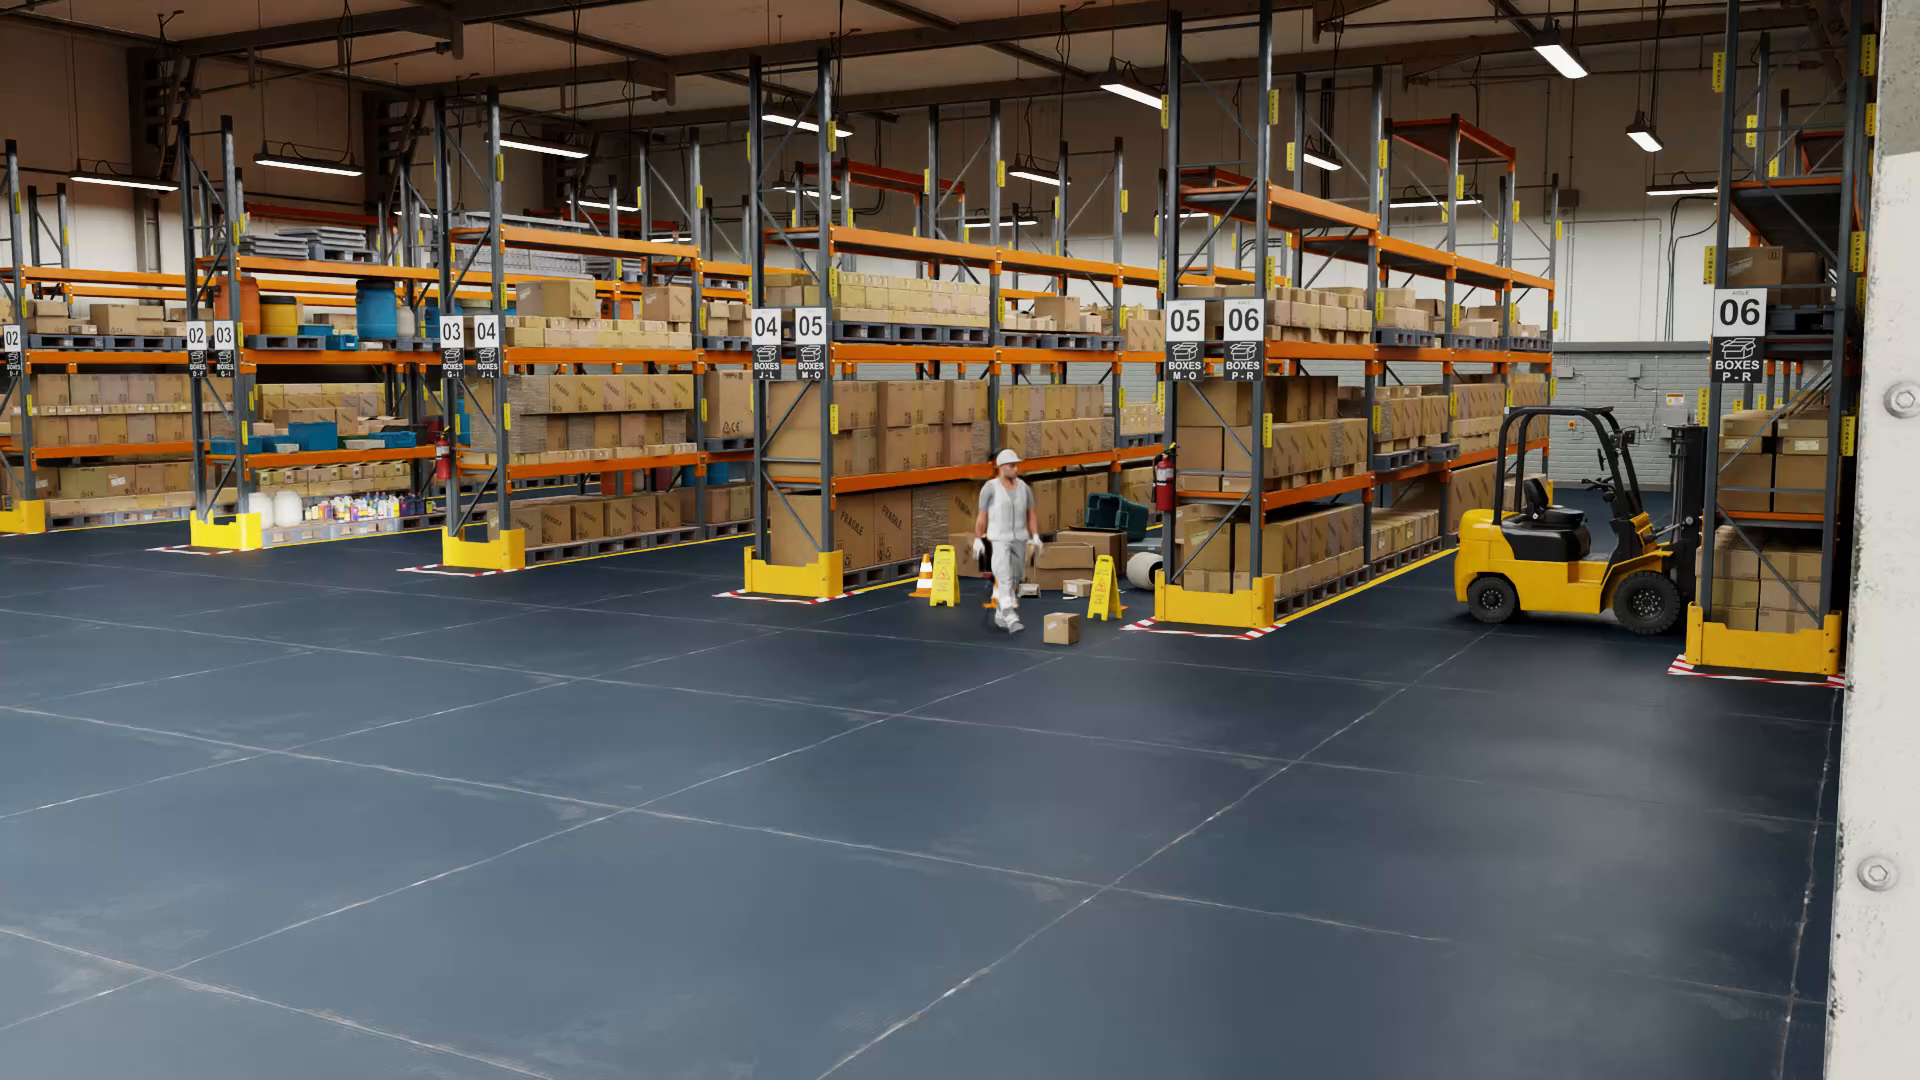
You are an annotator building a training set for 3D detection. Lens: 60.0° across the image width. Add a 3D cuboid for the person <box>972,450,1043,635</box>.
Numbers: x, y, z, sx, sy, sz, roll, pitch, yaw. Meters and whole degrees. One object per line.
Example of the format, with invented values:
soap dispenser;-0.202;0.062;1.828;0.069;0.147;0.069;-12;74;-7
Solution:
person;0.509;0.016;15.705;0.574;1.729;1.016;-3;7;-26
